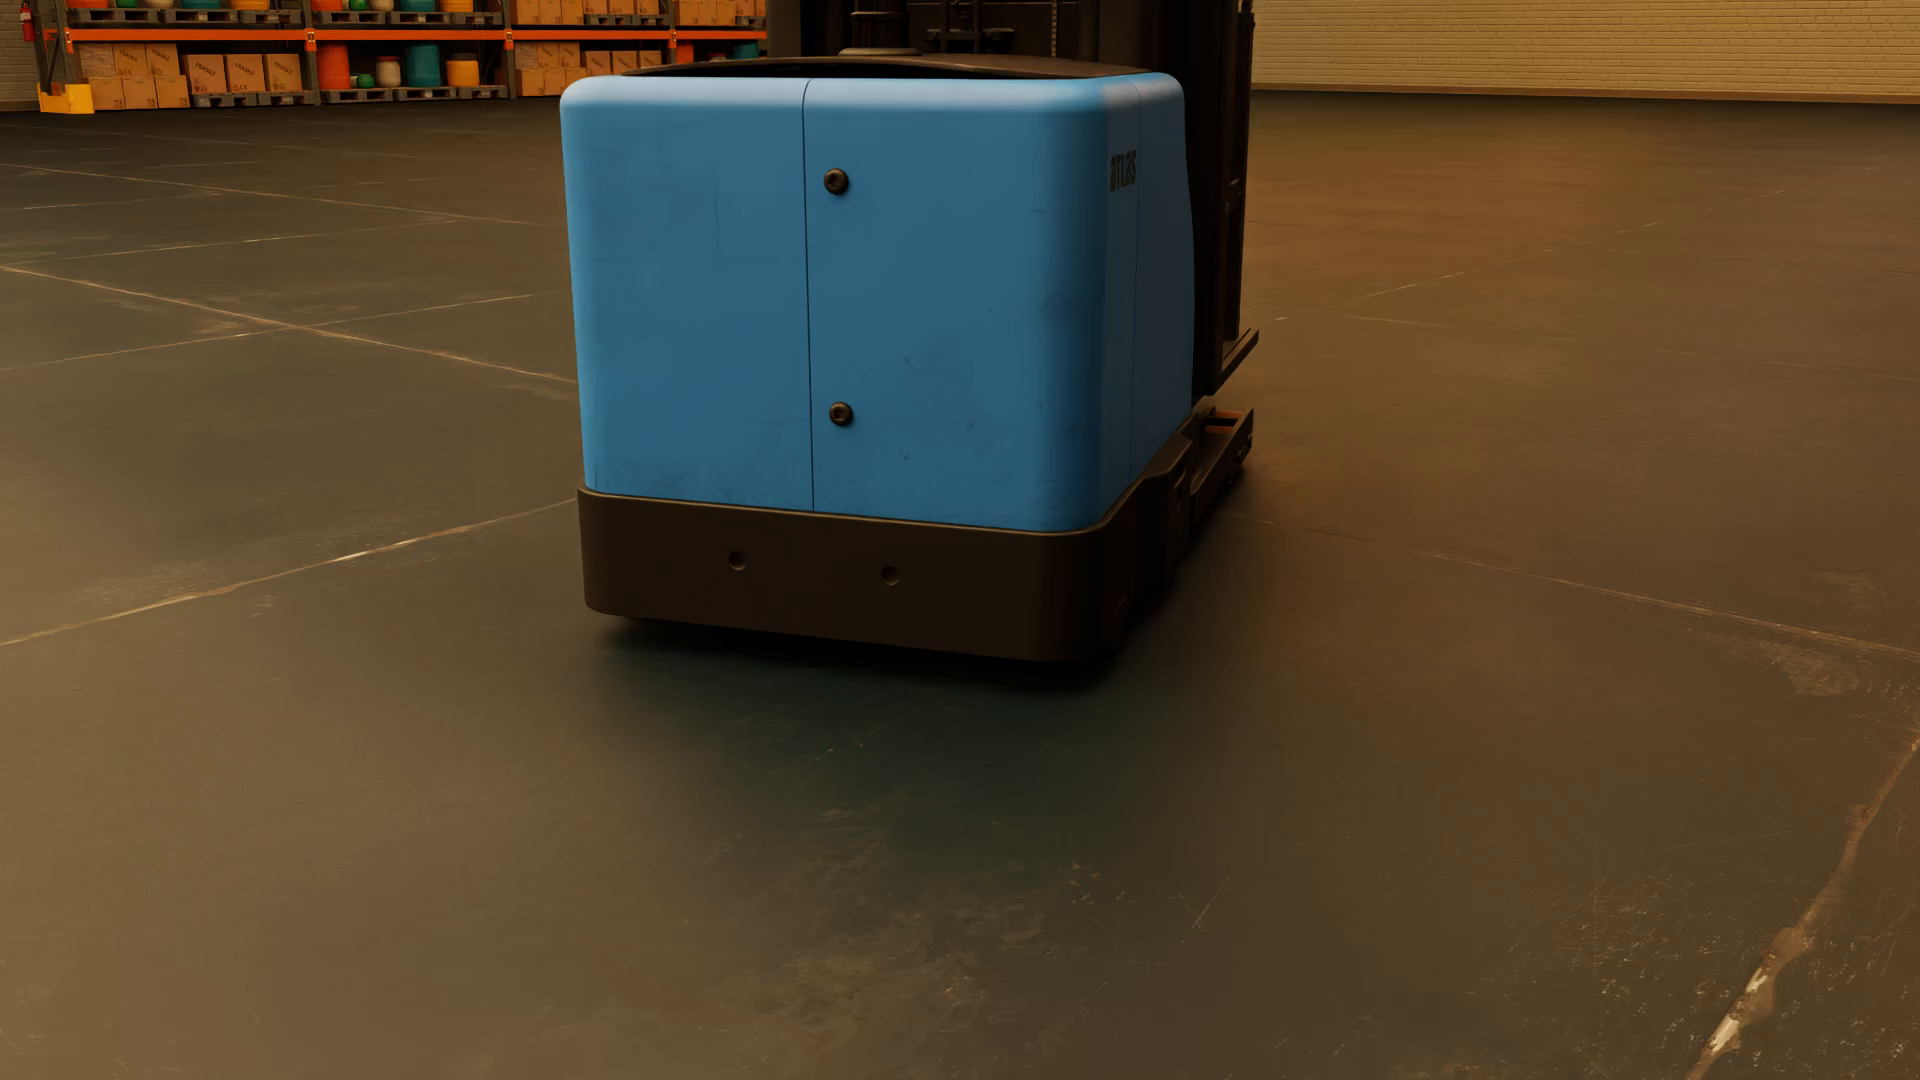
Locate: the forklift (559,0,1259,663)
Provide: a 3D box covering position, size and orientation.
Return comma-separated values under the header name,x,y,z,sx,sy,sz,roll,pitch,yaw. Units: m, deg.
name,x,y,z,sx,sy,sz,roll,pitch,yaw
forklift,0.182,-1.571,4.072,1.130,2.935,3.031,5,18,17
